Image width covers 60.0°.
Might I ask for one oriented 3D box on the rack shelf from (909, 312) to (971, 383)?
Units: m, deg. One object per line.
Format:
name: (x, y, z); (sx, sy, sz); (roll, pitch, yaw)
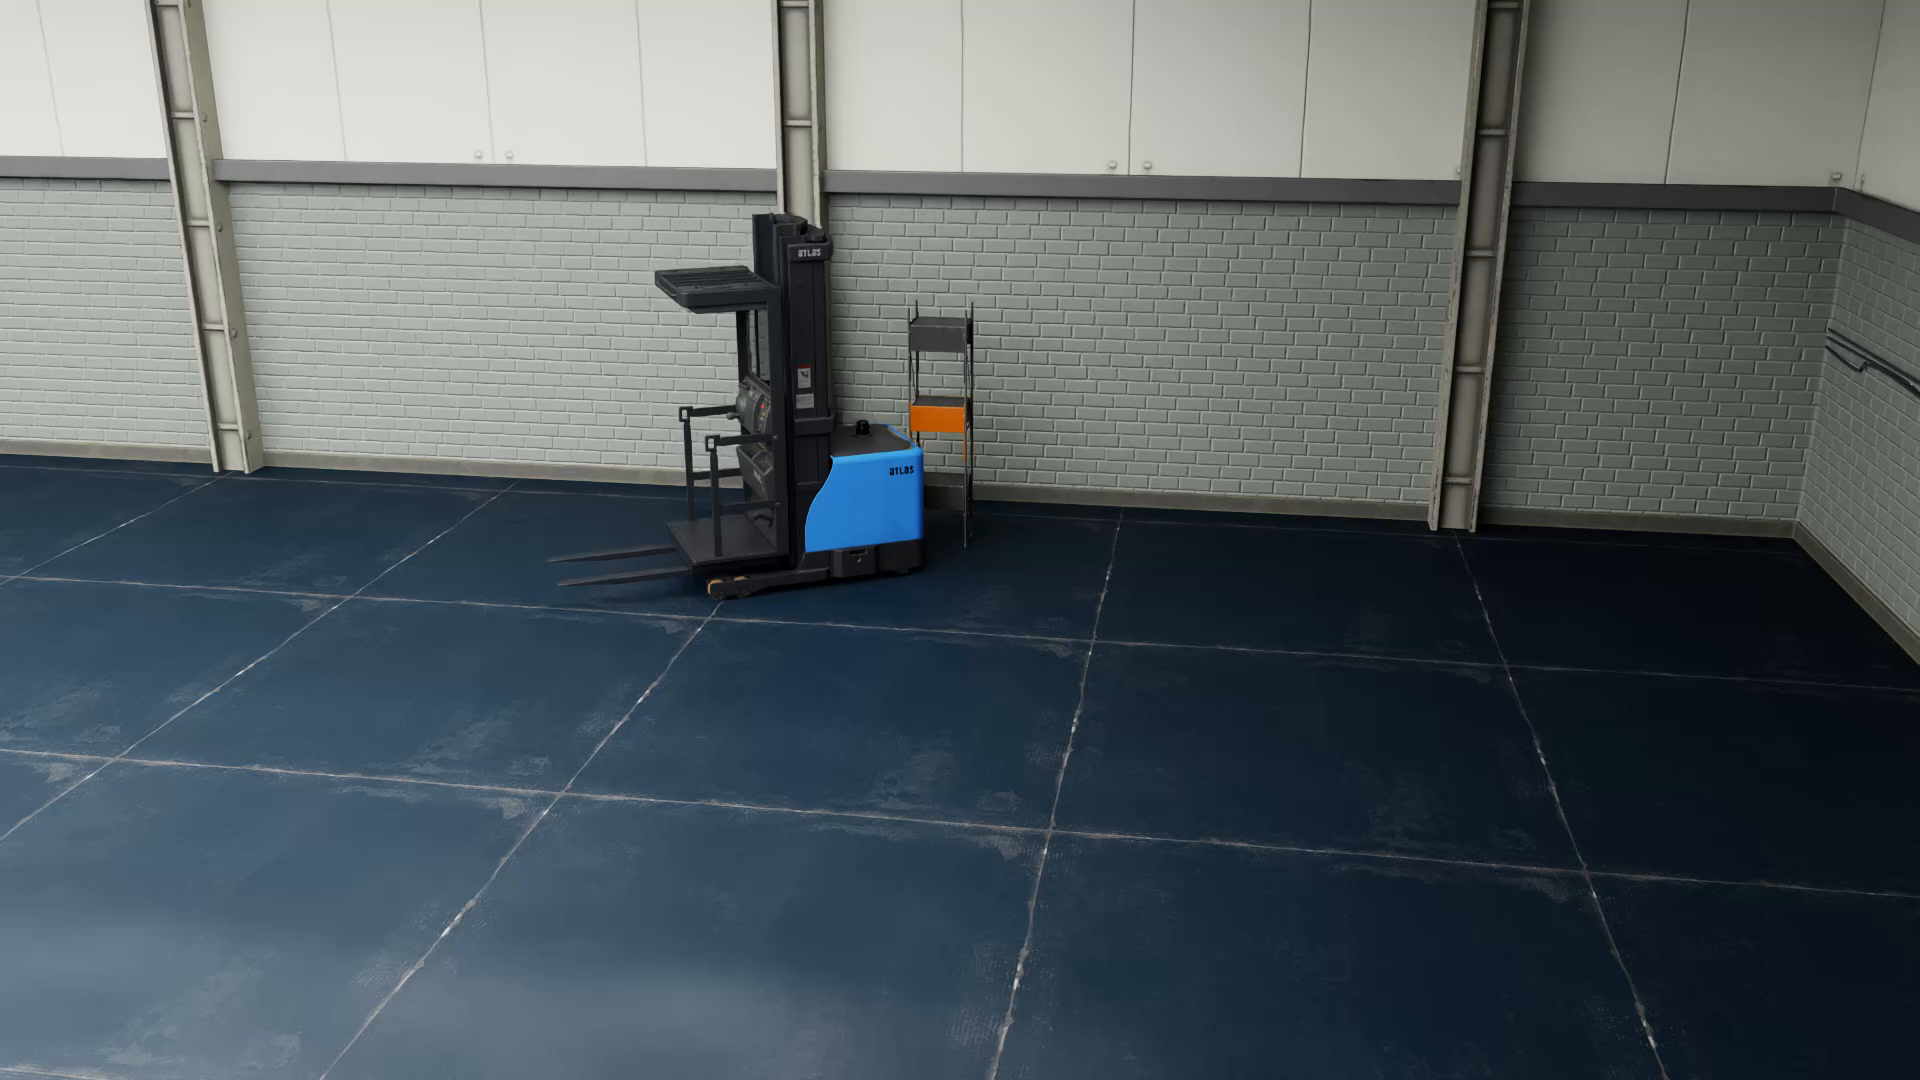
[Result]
rack shelf: (-0.163, -1.655, 14.277); (0.480, 0.518, 0.431); (3, 19, 9)

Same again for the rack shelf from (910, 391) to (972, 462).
rack shelf: (-0.163, -0.991, 14.499); (0.480, 0.518, 0.431); (3, 19, 9)

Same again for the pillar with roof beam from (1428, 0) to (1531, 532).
pillar with roof beam: (3.806, -3.047, 9.728); (0.400, 9.000, 9.100); (3, 19, 9)

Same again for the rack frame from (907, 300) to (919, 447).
rack frame: (-0.404, -1.016, 14.532); (0.015, 2.100, 0.400); (3, 19, 9)

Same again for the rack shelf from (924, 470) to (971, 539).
rack shelf: (-0.163, -0.327, 14.721); (0.480, 0.518, 0.431); (3, 19, 9)

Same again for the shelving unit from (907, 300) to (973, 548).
shelving unit: (-0.163, -1.004, 14.495); (0.503, 2.100, 0.431); (3, 19, 9)

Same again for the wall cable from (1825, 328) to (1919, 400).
wall cable: (7.188, -2.361, 12.570); (0.112, 2.526, 3.097); (3, 19, 9)

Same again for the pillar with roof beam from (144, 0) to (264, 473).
pillar with roof beam: (-8.042, -3.651, 11.533); (0.400, 9.000, 9.100); (3, 19, 9)

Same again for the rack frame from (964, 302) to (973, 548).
rack frame: (0.077, -0.992, 14.458); (0.015, 2.100, 0.400); (3, 19, 9)

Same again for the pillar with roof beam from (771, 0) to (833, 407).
pillar with roof beam: (-2.118, -3.349, 10.630); (0.400, 9.000, 9.100); (3, 19, 9)

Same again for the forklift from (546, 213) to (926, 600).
forklift: (-1.858, -1.095, 13.455); (3.031, 2.935, 1.130); (-7, 20, -20)
